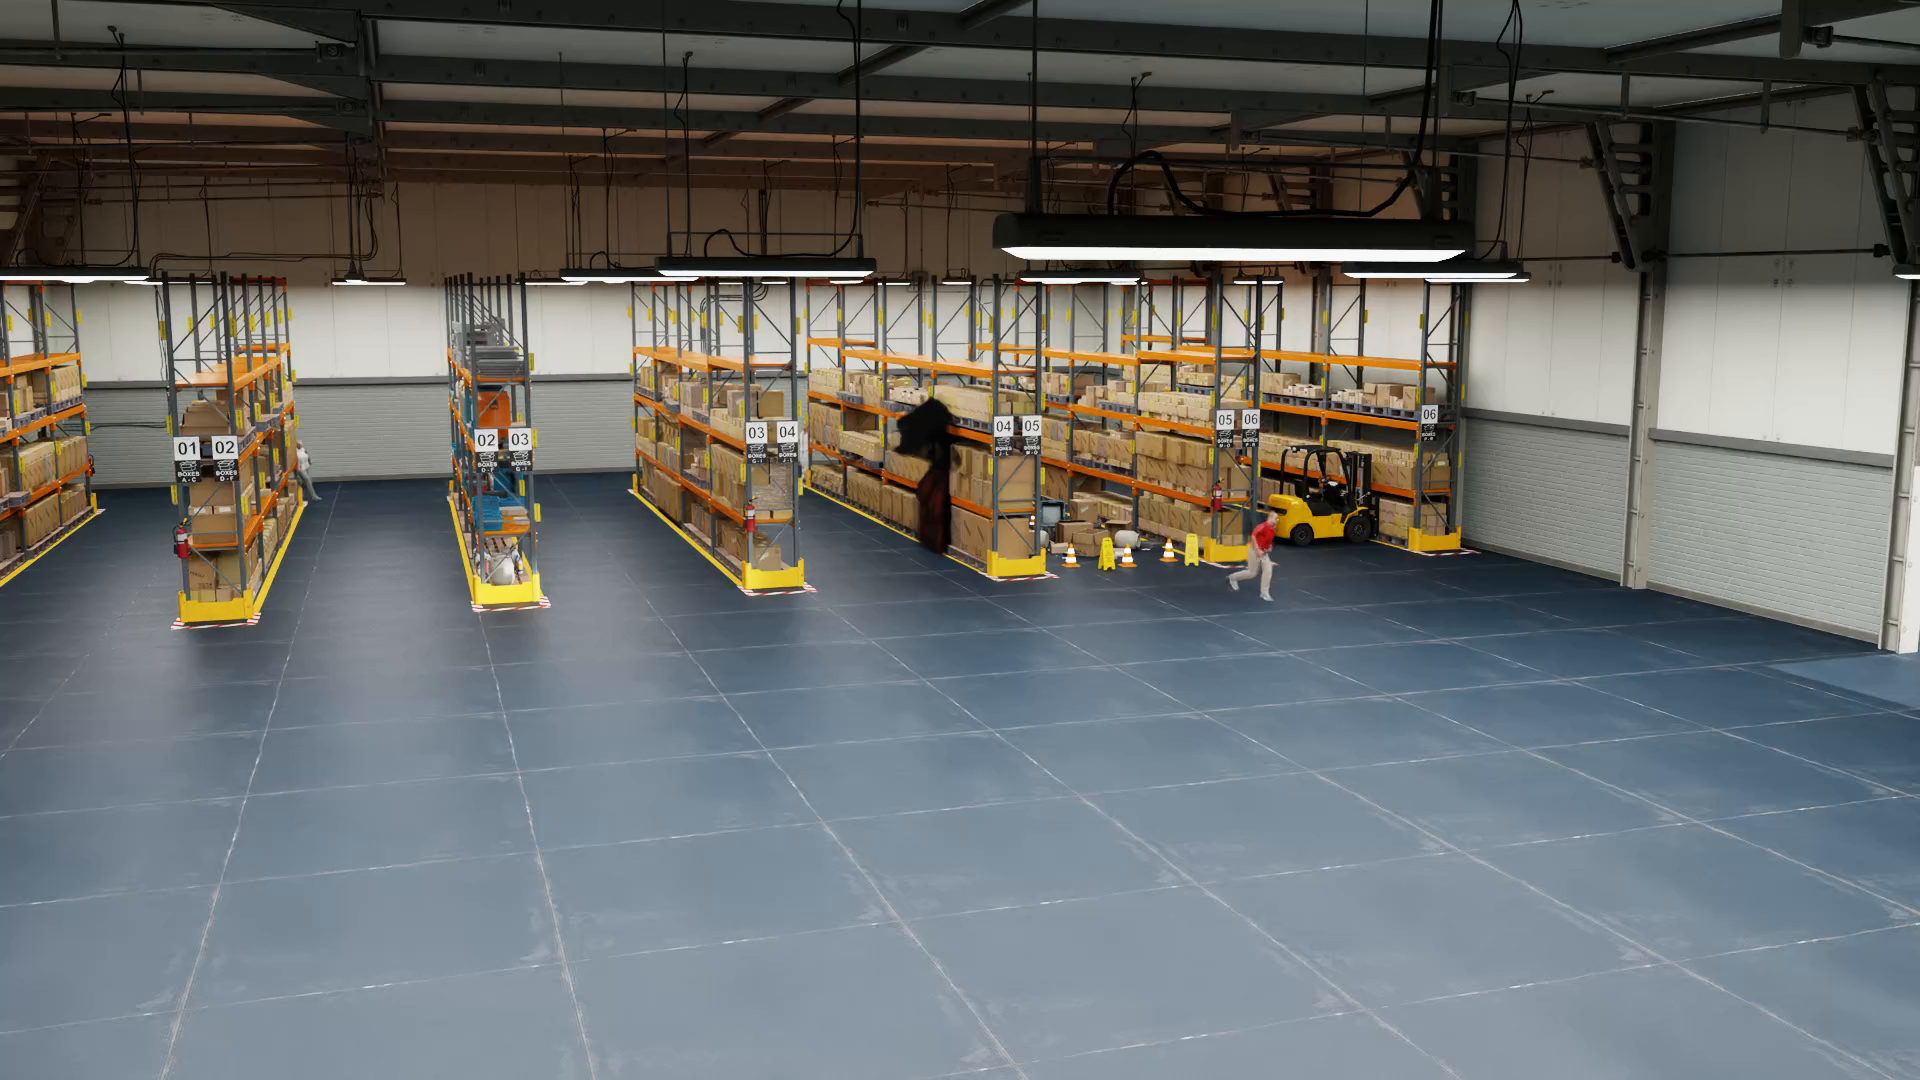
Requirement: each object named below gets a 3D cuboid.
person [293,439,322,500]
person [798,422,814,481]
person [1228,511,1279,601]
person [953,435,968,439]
[{"bbox_3d":[-17.823,-1.909,45.108,0.911,1.672,0.662,3,9,18],"label":"person"},{"bbox_3d":[-4.581,-2.666,49.858,0.658,1.758,0.790,6,11,37],"label":"person"},{"bbox_3d":[5.475,0.278,30.959,0.956,1.691,0.675,5,10,31],"label":"person"},{"bbox_3d":[0.198,-3.040,52.393,0.918,1.764,0.712,-7,11,-39],"label":"person"}]
